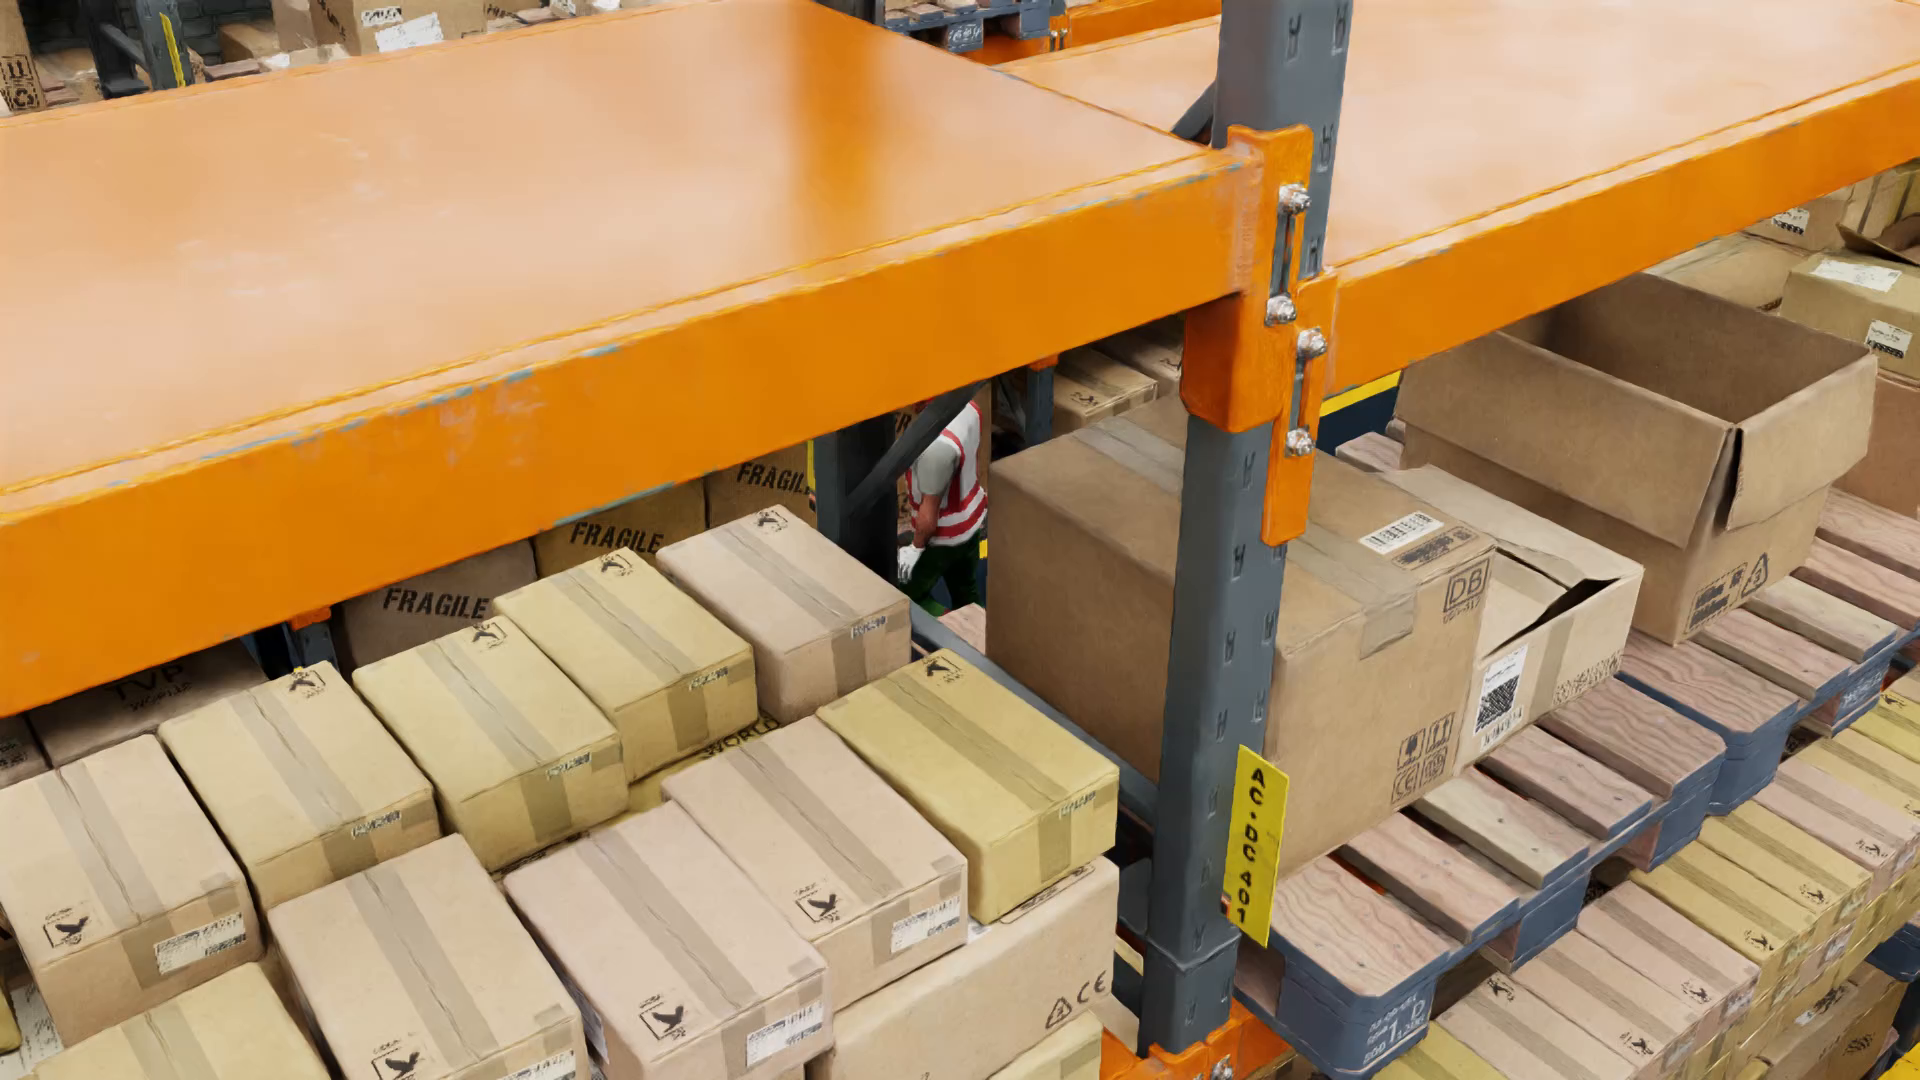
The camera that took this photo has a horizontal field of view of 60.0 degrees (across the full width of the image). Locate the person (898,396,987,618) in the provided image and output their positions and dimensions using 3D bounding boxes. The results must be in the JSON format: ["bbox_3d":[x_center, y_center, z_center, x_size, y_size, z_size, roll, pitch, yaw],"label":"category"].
[{"bbox_3d":[-0.036,-0.046,7.678,0.509,1.776,0.634,13,34,20],"label":"person"}]
